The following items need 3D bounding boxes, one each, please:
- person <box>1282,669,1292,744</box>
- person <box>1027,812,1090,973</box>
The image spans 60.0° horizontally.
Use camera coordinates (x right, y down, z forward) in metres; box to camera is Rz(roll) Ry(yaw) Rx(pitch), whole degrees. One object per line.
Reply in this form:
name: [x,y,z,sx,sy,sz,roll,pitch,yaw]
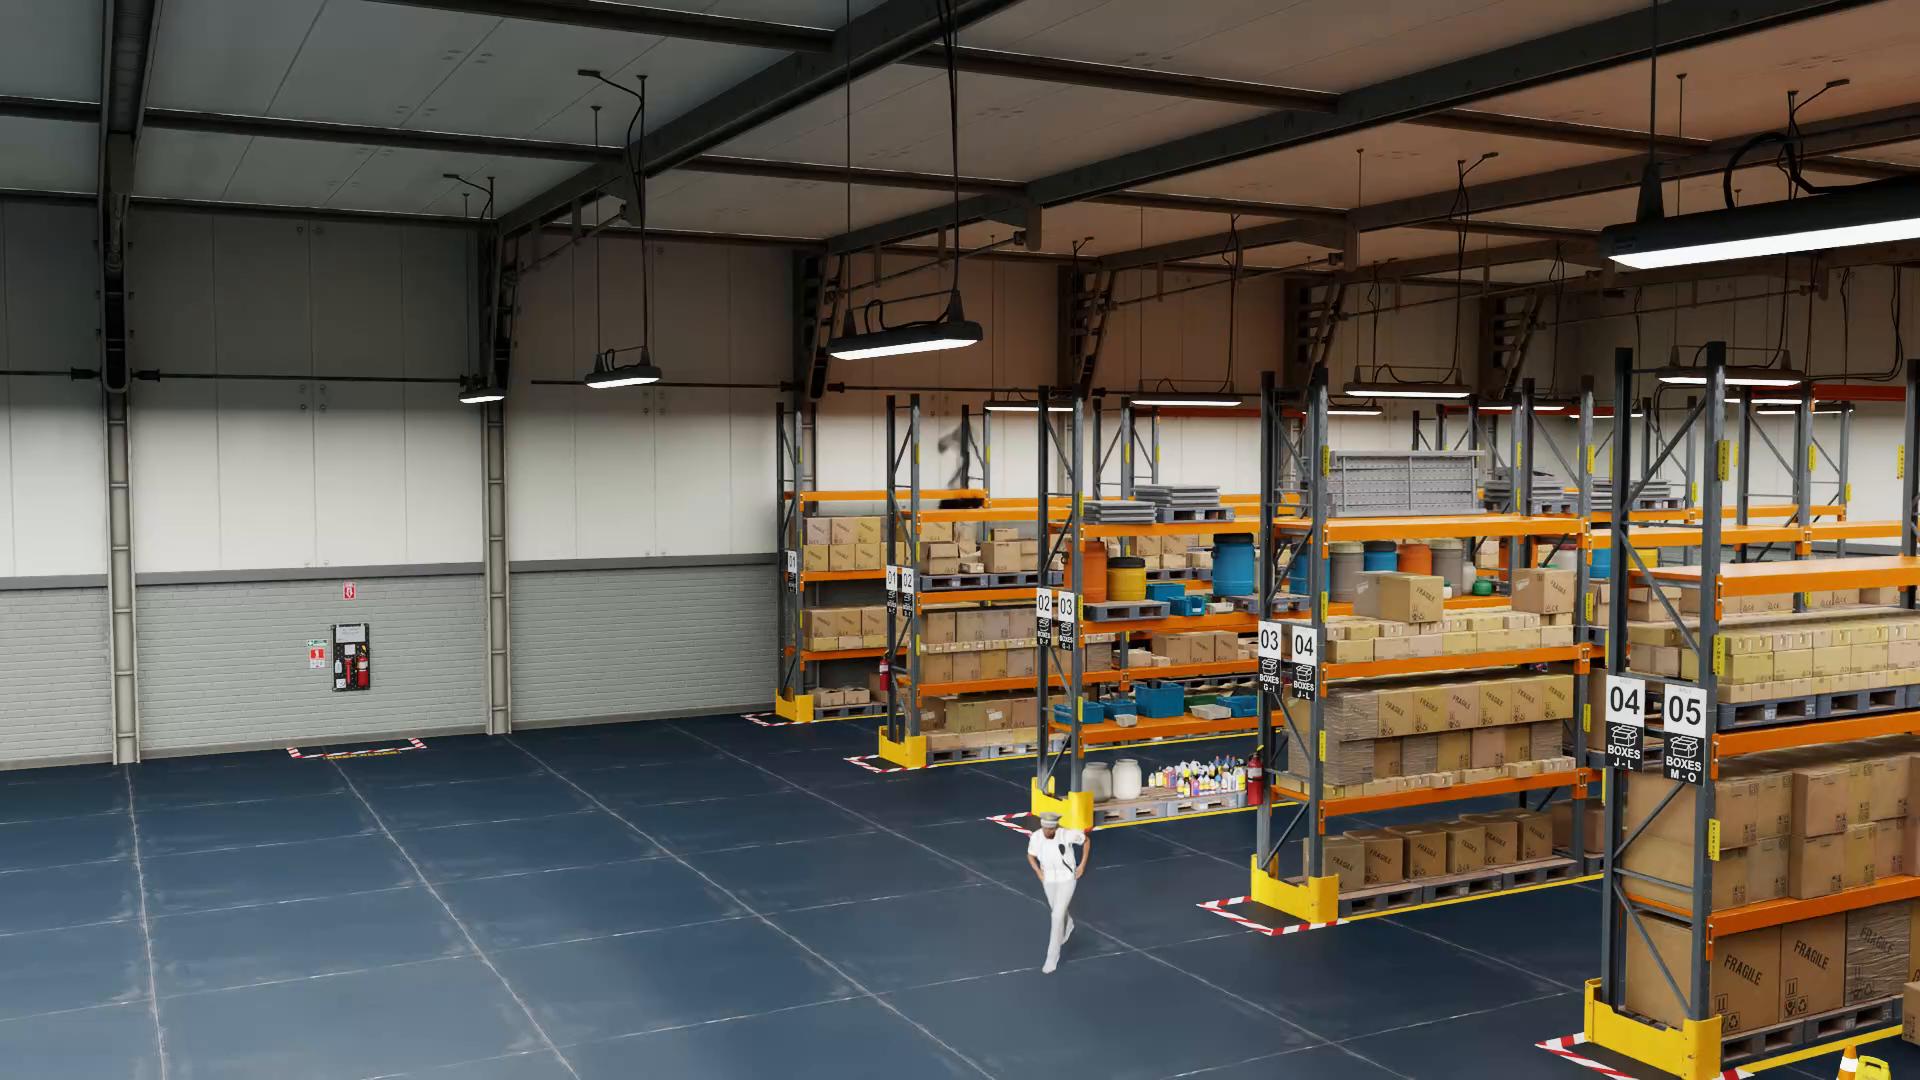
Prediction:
person: [5.406,2.825,26.818,0.664,1.661,0.585,-1,3,-22]
person: [1.013,3.456,16.701,0.617,1.625,0.986,1,3,17]
